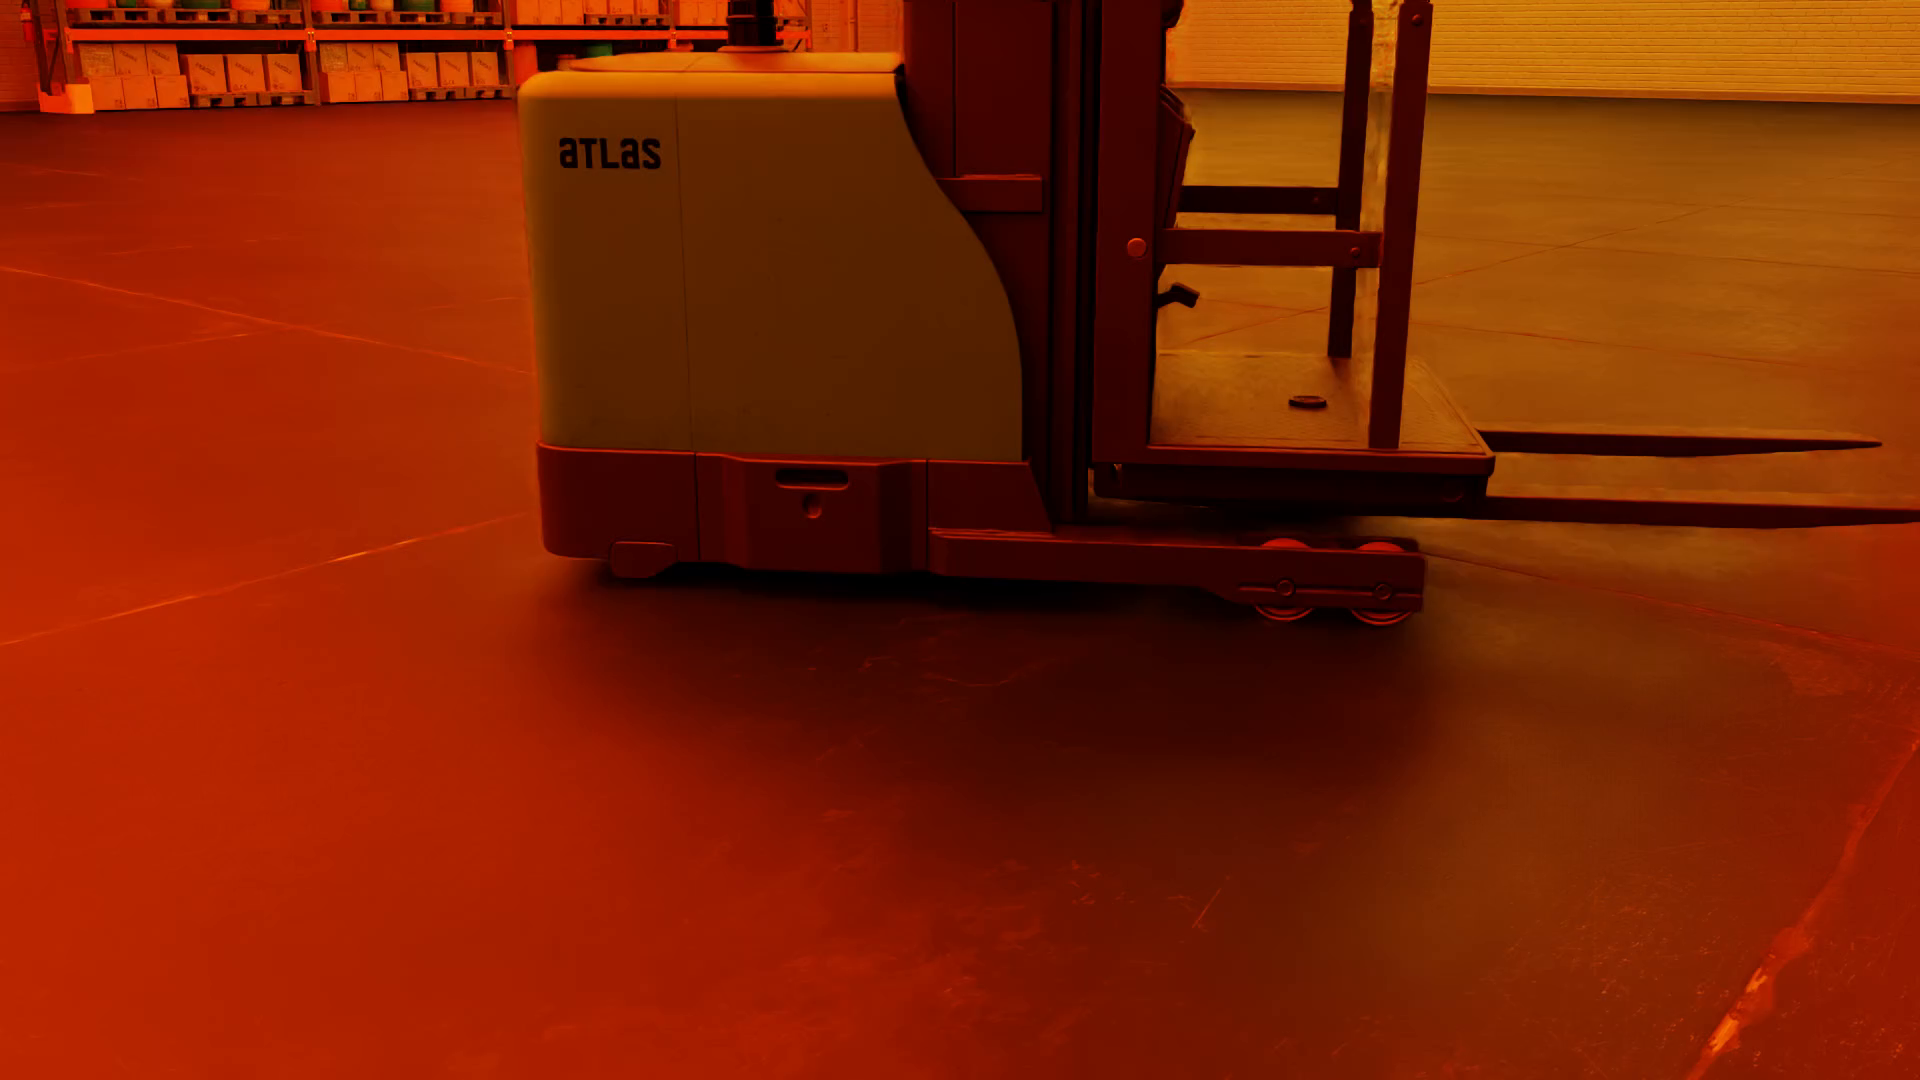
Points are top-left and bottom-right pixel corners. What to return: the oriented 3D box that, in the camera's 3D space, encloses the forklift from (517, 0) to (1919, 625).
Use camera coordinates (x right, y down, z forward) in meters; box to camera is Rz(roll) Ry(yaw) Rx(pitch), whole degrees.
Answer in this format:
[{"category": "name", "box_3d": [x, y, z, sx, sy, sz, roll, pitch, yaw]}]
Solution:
[{"category": "forklift", "box_3d": [0.641, -1.394, 3.487, 3.031, 2.935, 1.130, 2, 17, 7]}]
